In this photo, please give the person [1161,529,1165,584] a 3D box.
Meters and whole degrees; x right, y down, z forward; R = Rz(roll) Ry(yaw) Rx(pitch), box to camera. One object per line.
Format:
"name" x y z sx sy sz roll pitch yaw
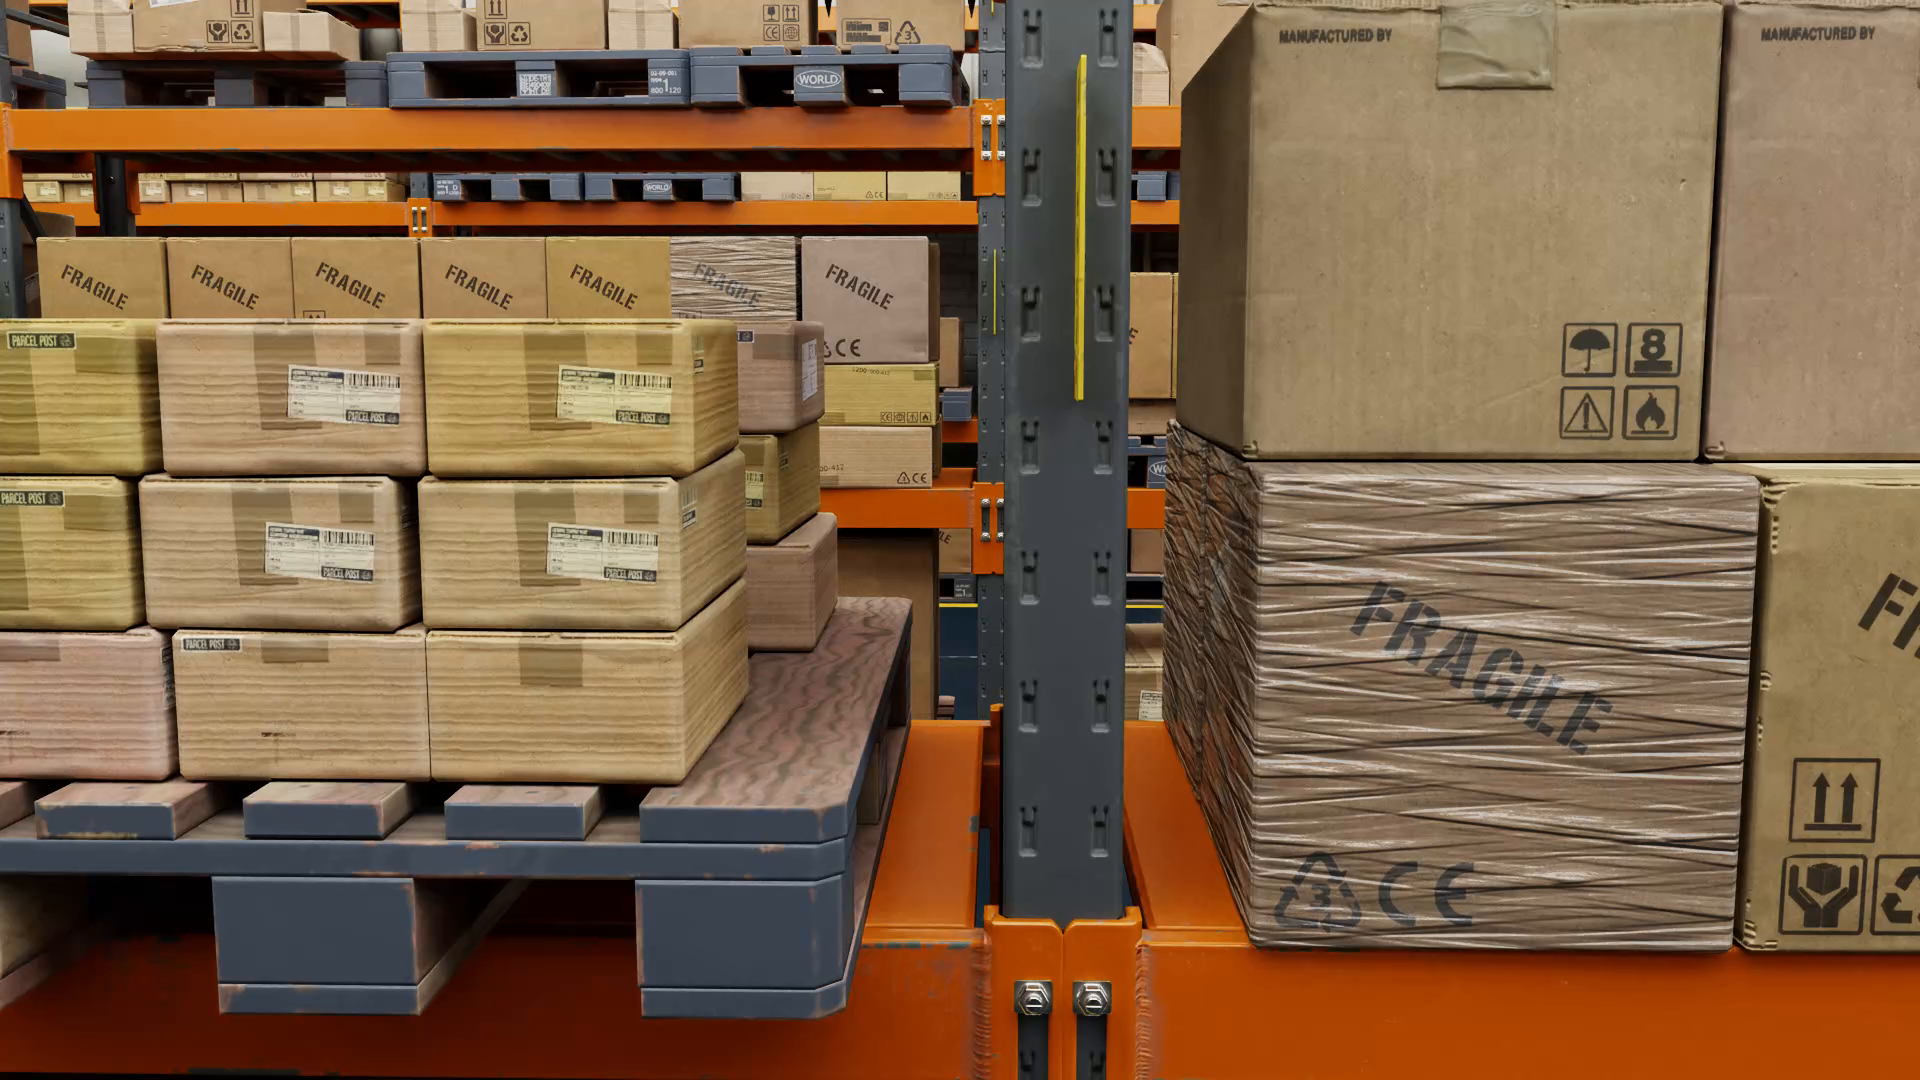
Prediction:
"person" 1.420 -0.079 9.995 0.527 1.522 0.591 0 7 2
